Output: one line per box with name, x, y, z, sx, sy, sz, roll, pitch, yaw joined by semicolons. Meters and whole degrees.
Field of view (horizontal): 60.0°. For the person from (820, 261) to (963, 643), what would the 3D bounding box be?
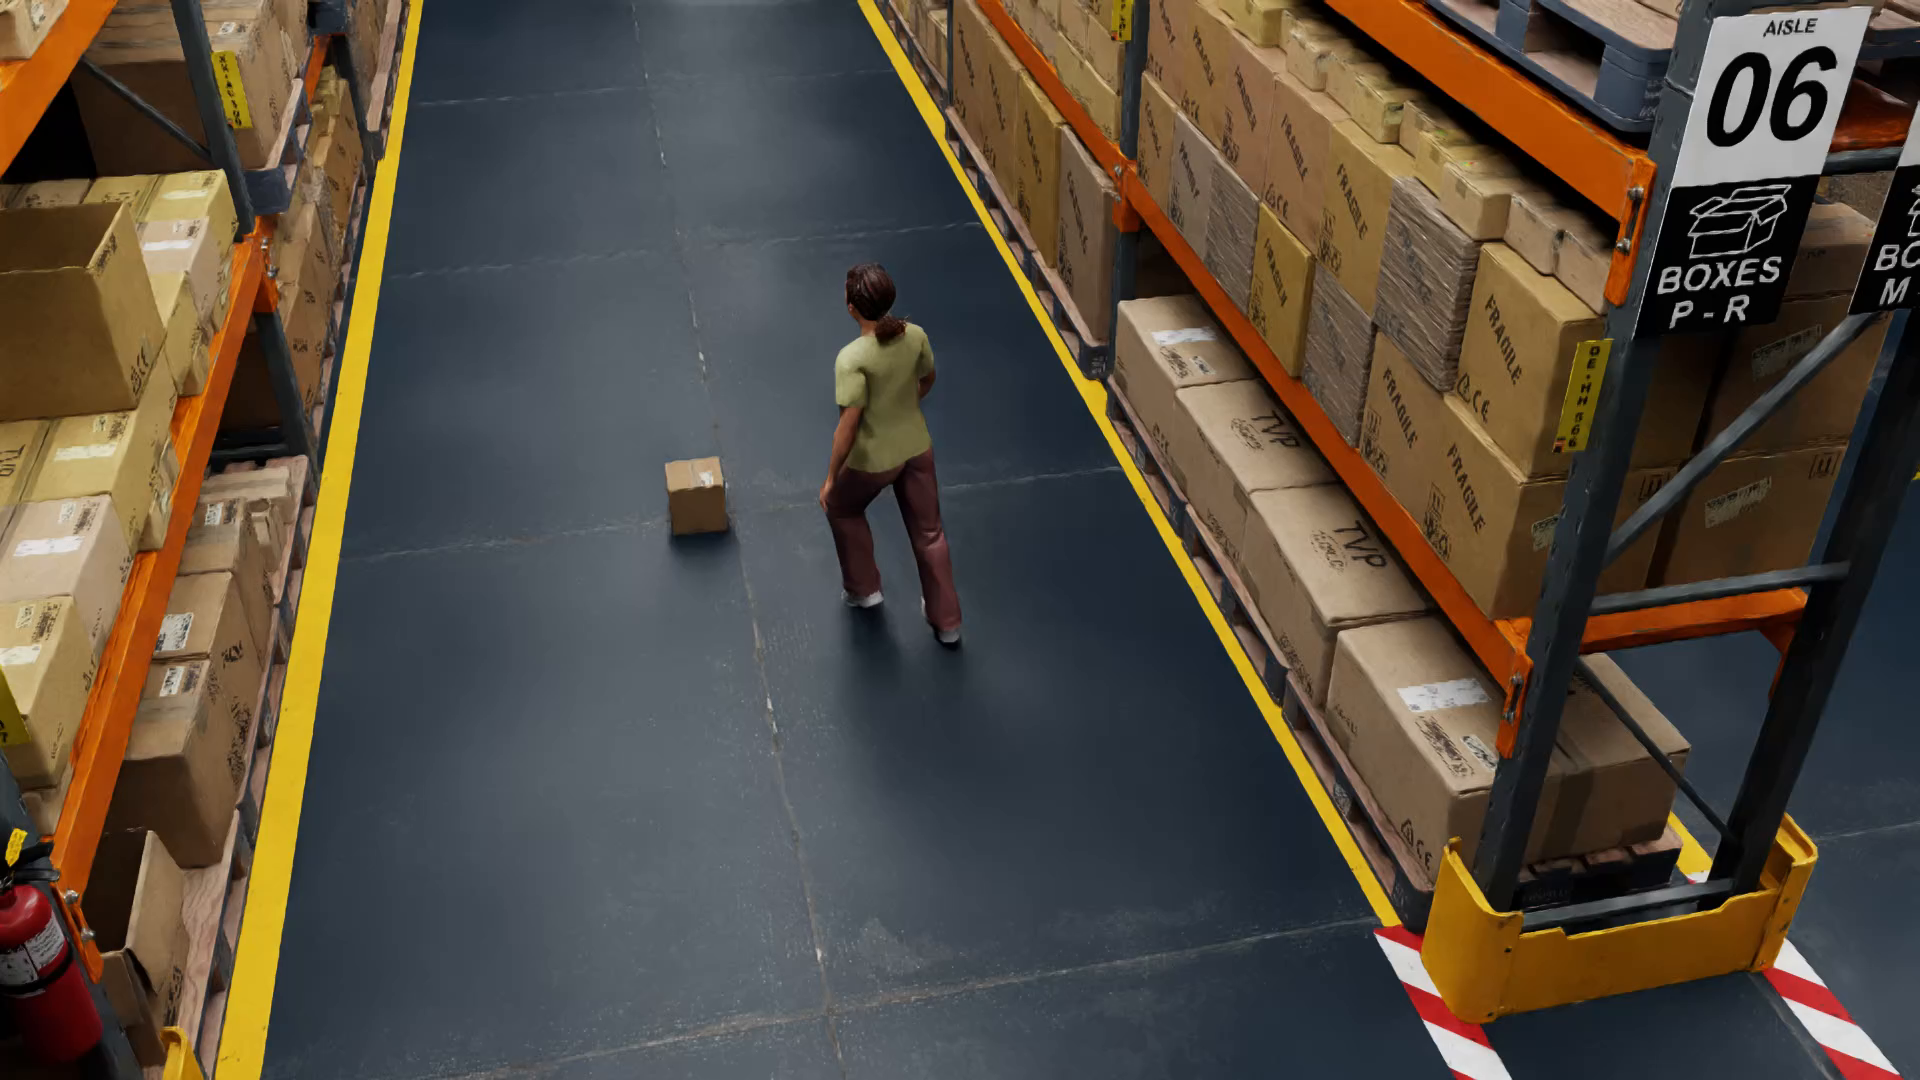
person;-0.329;-0.302;6.644;0.618;1.710;0.649;-24;41;-30
